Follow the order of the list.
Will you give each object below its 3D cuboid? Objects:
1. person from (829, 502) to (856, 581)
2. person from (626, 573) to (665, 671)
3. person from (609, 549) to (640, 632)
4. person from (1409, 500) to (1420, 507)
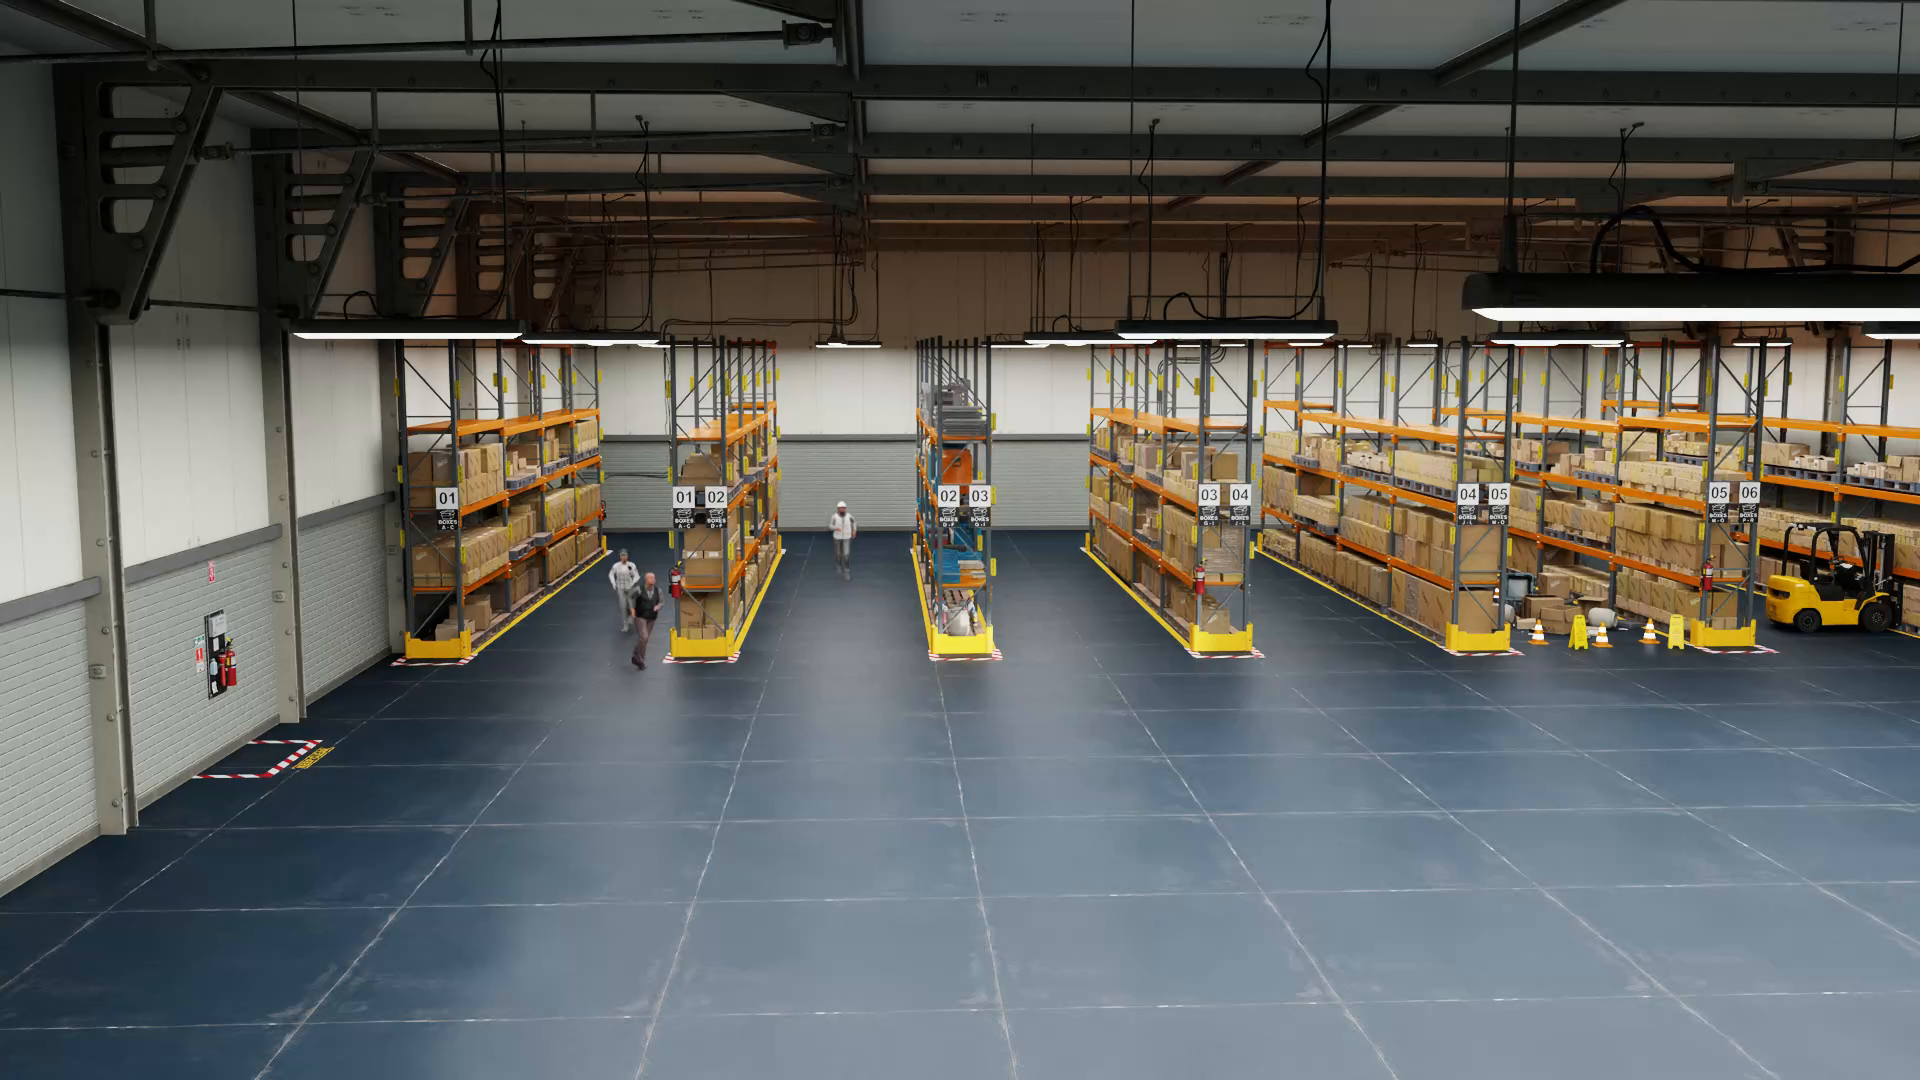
[{"bbox_3d":[-2.838,0.013,40.184,0.673,1.891,0.739,-1,7,-7],"label":"person"},{"bbox_3d":[-5.686,1.466,30.178,0.641,1.754,0.716,-5,8,-39],"label":"person"},{"bbox_3d":[-6.914,1.008,34.257,0.625,1.687,0.720,-1,7,-10],"label":"person"},{"bbox_3d":[13.508,-0.696,49.459,0.519,1.645,0.644,1,7,9],"label":"person"}]
